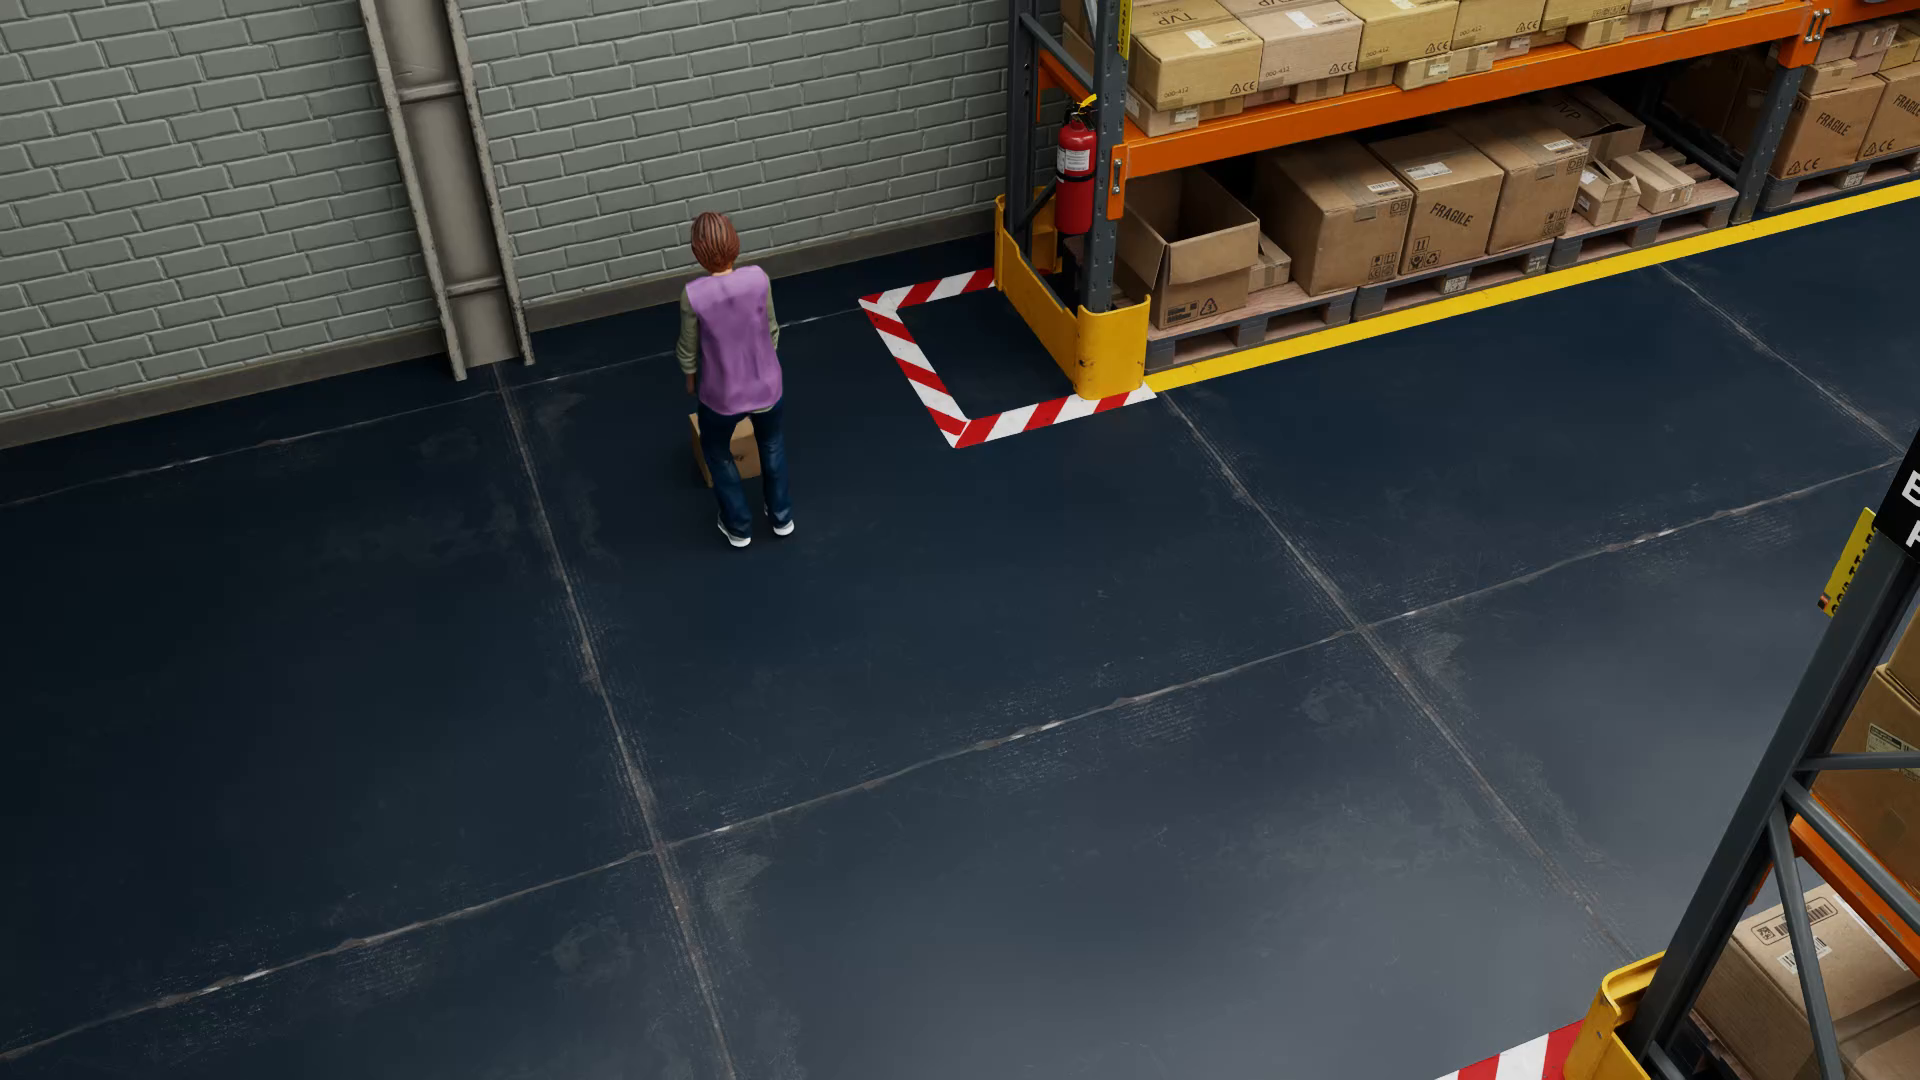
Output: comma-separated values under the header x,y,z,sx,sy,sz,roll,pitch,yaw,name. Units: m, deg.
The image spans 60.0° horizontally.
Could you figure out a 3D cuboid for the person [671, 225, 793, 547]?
x,y,z,sx,sy,sz,roll,pitch,yaw,name
-0.947,-0.595,6.943,0.454,1.444,0.539,-15,44,-16,person
